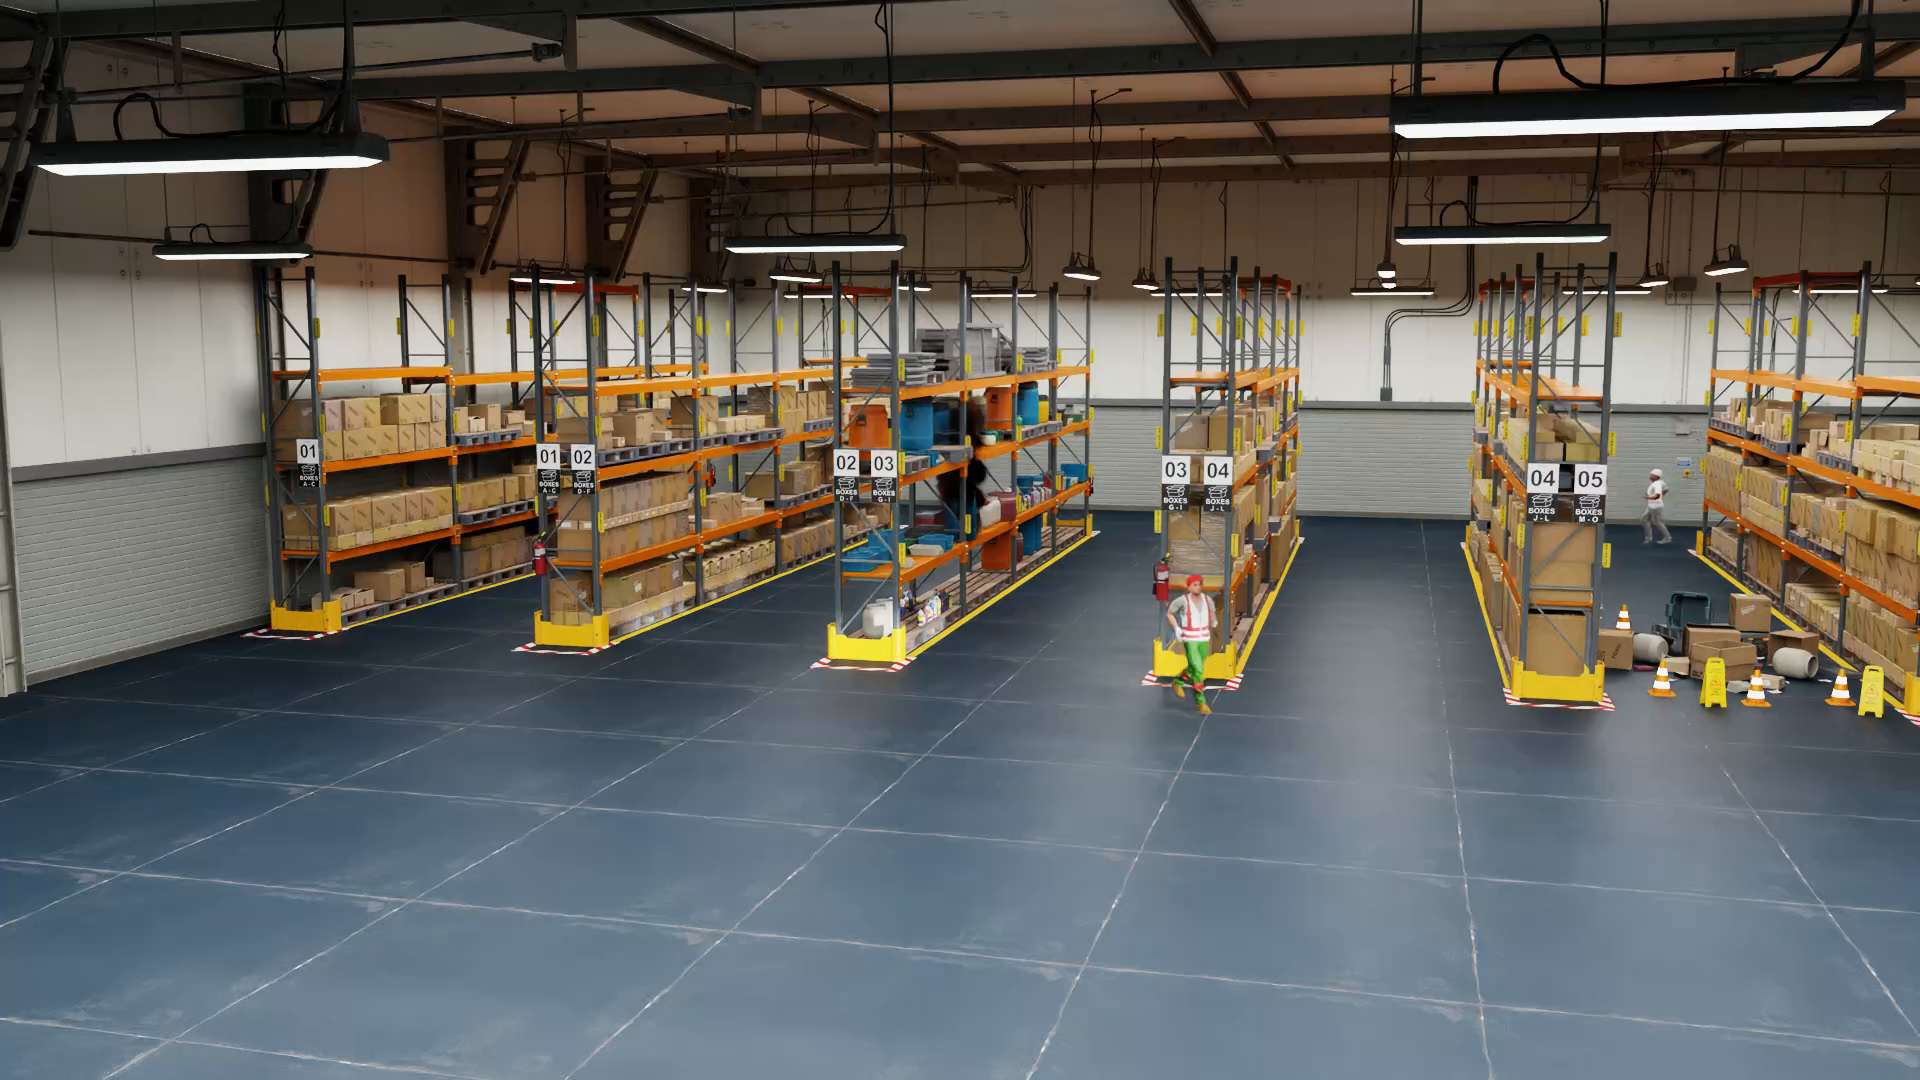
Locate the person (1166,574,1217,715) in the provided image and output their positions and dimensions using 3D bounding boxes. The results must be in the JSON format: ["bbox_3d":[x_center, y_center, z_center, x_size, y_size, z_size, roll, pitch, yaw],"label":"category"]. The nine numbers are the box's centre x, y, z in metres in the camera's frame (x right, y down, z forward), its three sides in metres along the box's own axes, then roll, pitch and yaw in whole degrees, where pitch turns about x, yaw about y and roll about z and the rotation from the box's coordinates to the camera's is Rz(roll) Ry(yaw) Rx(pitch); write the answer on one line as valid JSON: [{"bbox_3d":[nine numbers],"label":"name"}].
[{"bbox_3d":[3.102,1.334,21.976,0.637,1.797,0.925,-3,8,-25],"label":"person"}]

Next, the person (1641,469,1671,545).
[{"bbox_3d":[16.076,-0.722,38.330,0.670,1.828,0.724,3,8,20],"label":"person"}]

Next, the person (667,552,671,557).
[{"bbox_3d":[-6.176,-0.230,34.389,0.655,1.807,0.729,1,7,6],"label":"person"}]
